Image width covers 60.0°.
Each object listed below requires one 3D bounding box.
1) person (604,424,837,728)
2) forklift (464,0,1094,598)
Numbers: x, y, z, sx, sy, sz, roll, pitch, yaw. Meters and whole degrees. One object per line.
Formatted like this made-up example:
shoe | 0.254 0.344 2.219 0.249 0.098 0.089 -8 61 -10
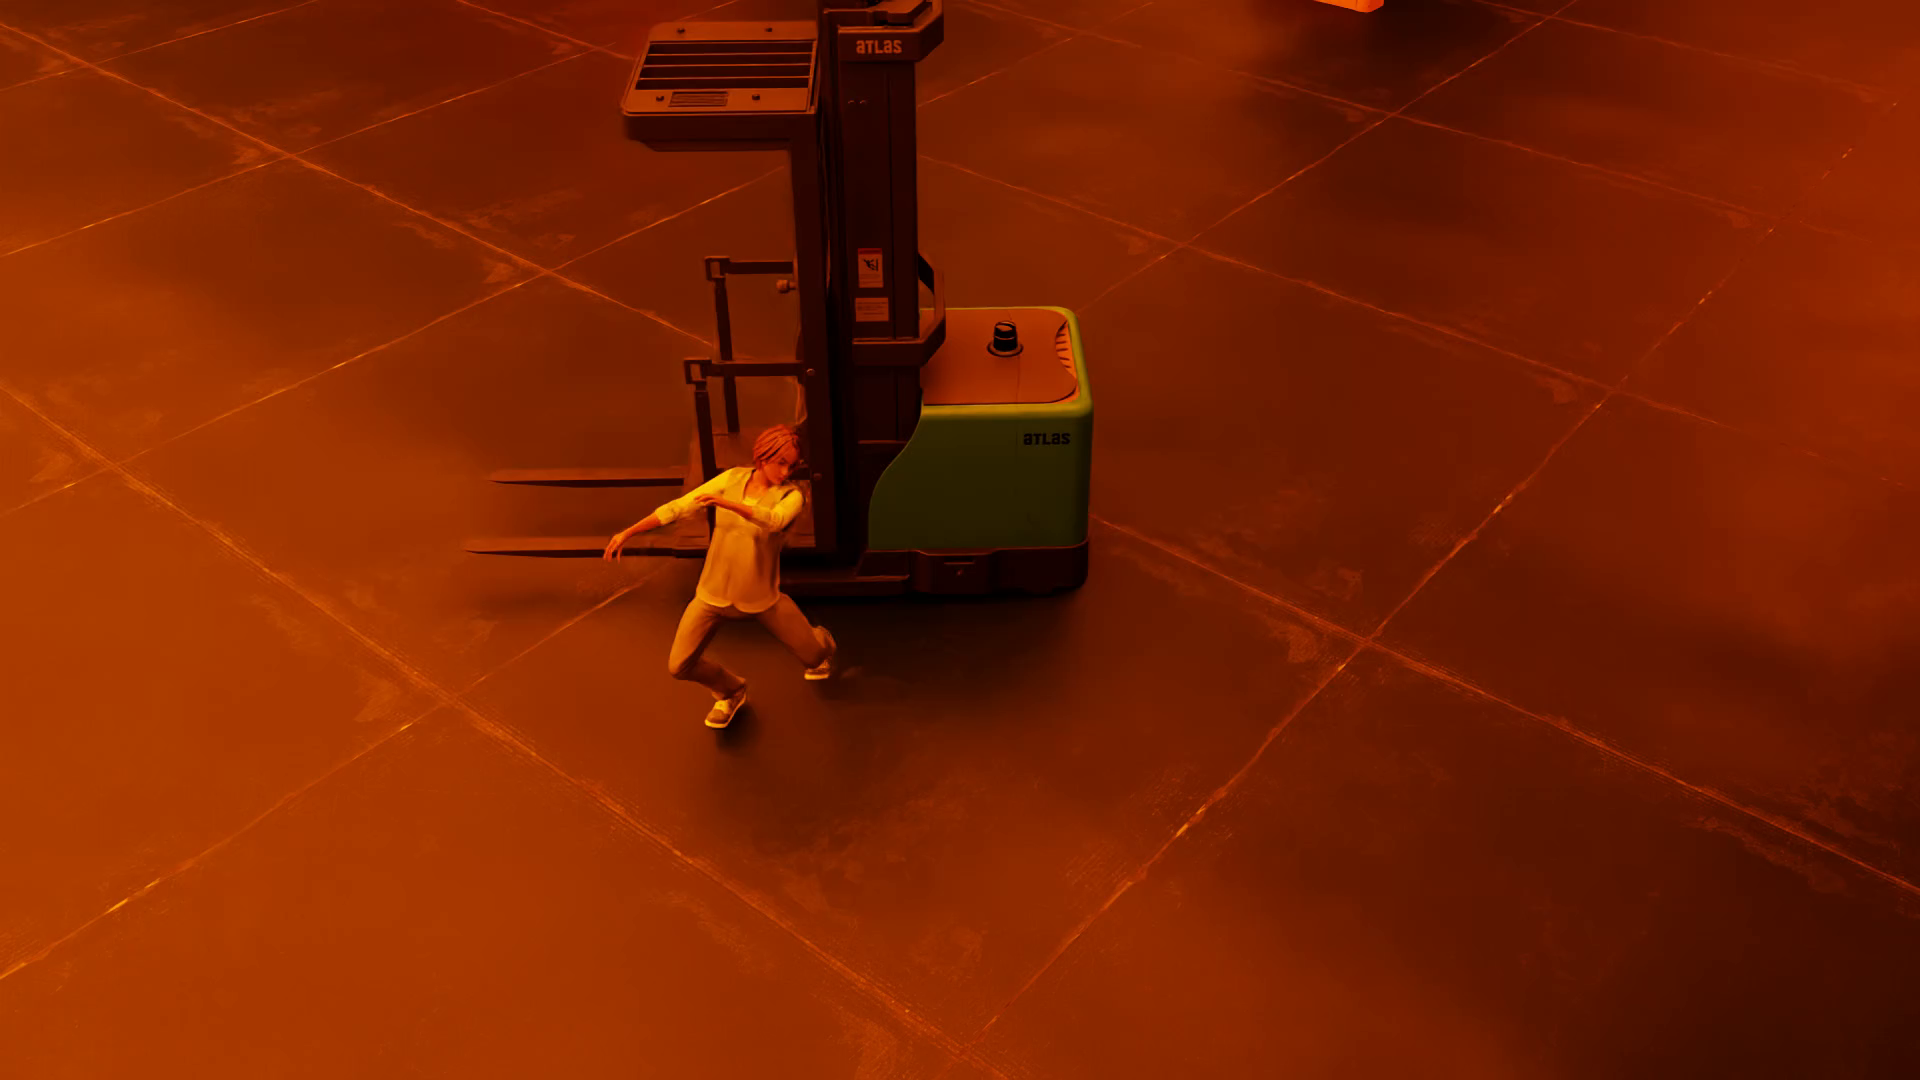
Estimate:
person | -1.010 0.197 7.040 0.895 1.348 0.676 2 36 2
forklift | -0.902 -1.181 7.641 3.031 2.935 1.130 -1 36 -1
